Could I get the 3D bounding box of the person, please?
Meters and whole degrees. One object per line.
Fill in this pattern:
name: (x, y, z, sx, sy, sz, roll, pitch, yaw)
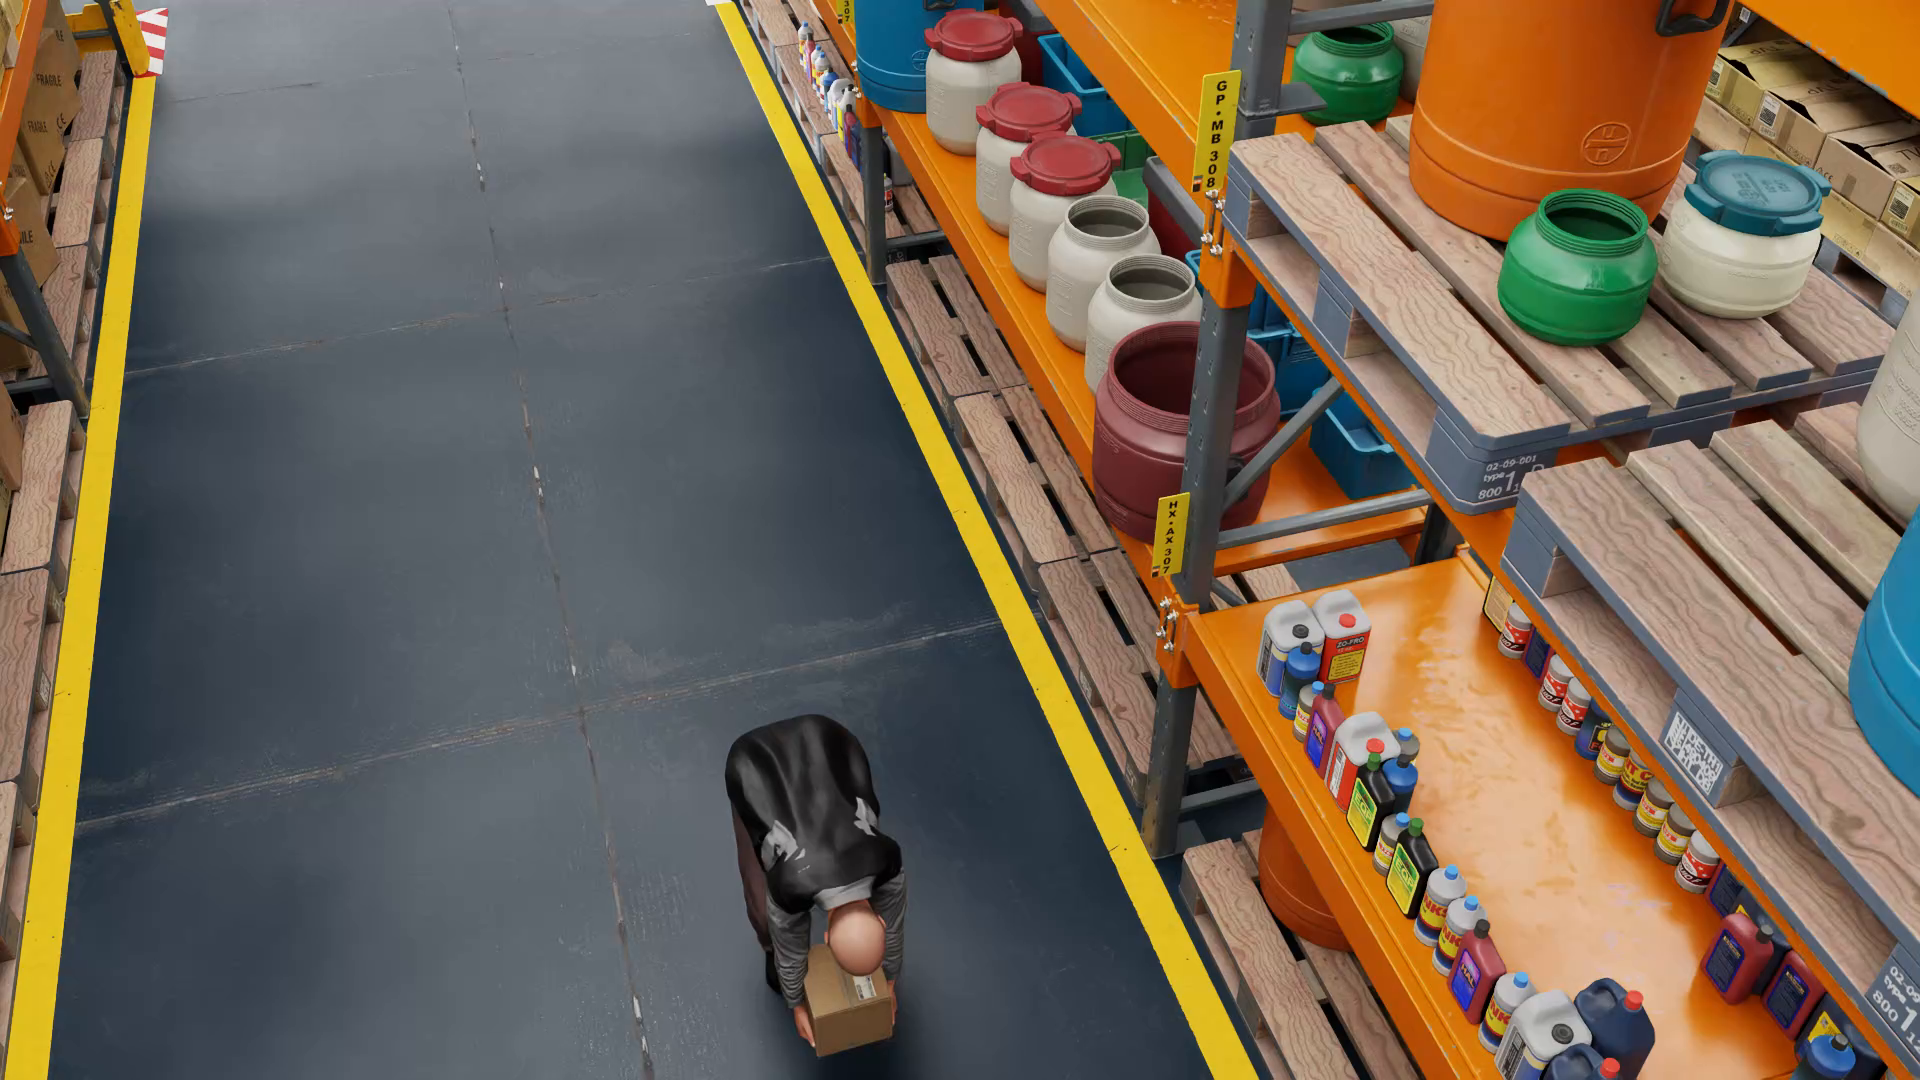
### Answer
person: (-0.429, 1.172, 5.349, 0.480, 1.088, 0.961, -13, 44, -15)
